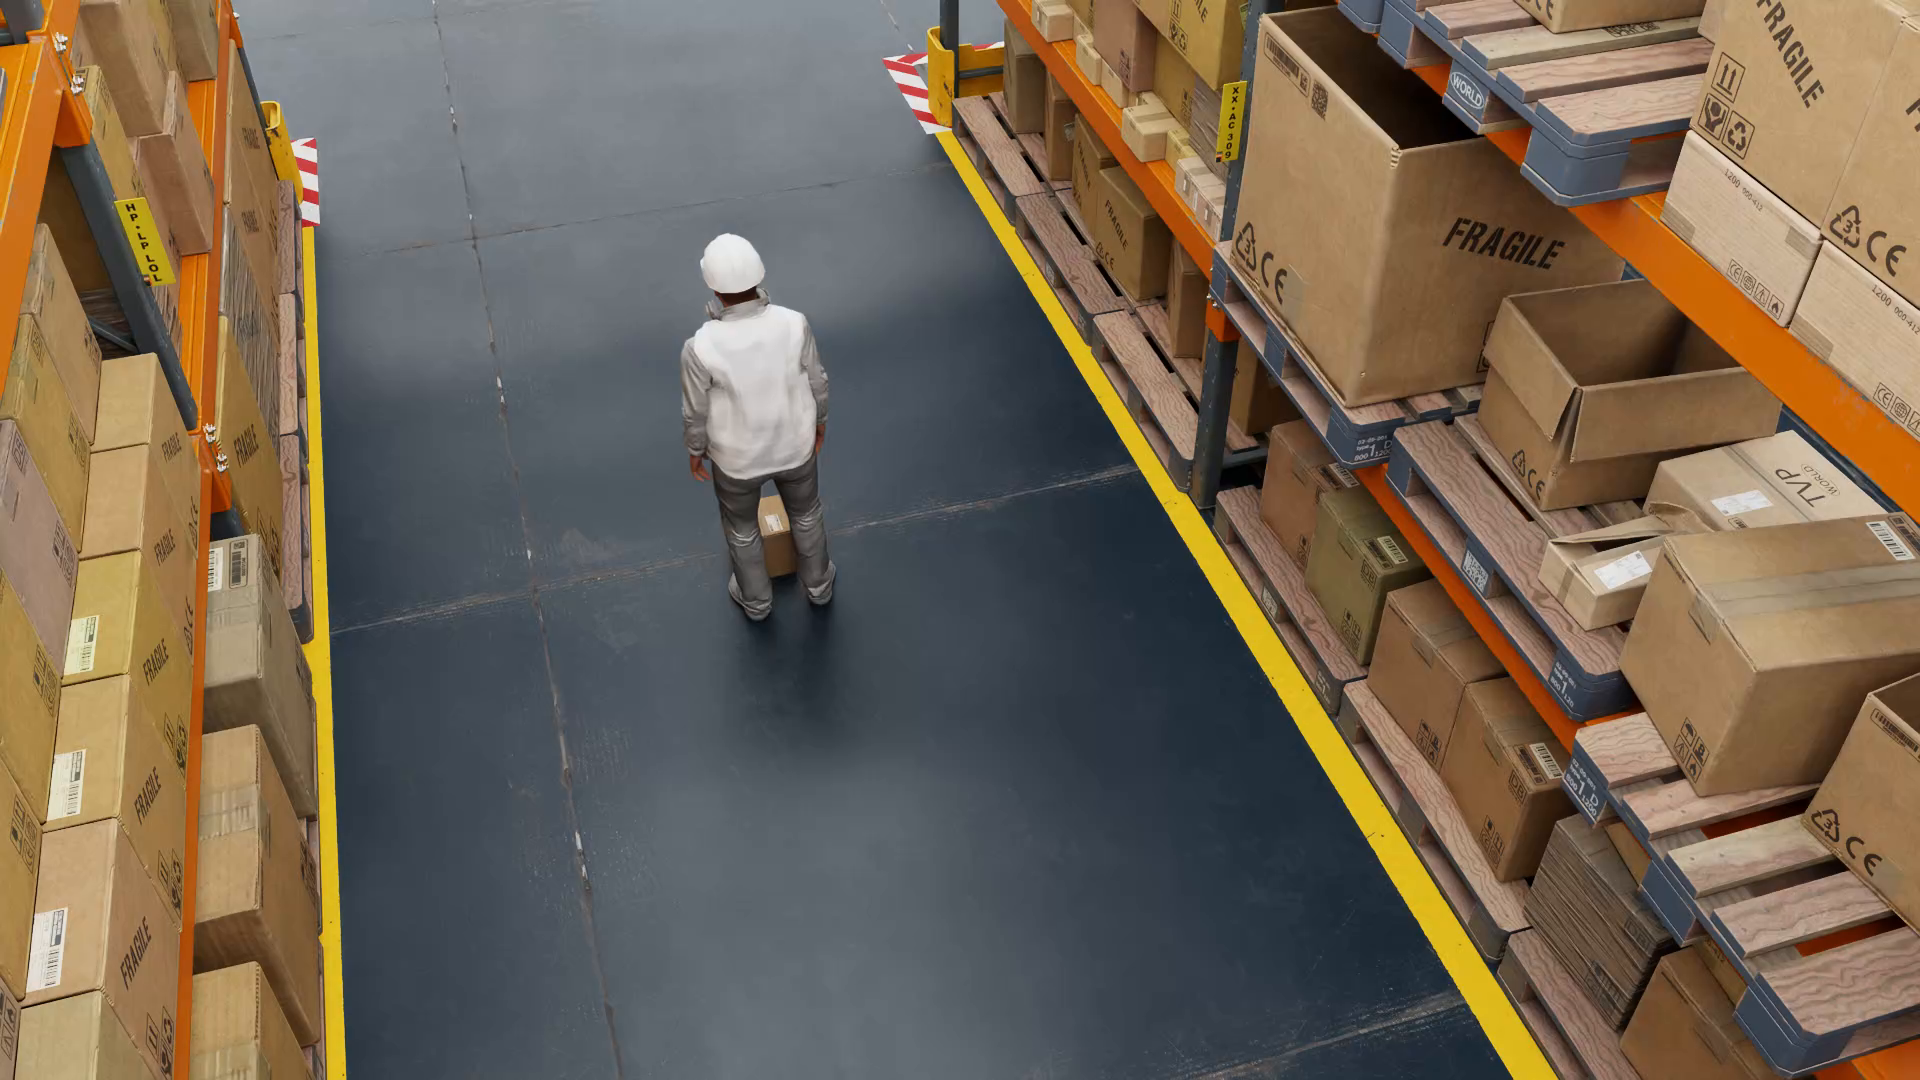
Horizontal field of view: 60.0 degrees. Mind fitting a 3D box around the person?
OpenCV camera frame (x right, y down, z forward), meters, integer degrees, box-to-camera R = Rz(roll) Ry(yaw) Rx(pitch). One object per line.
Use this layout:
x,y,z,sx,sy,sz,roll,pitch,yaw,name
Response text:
-0.795,-0.403,6.588,0.594,1.772,0.459,-14,44,-15,person
